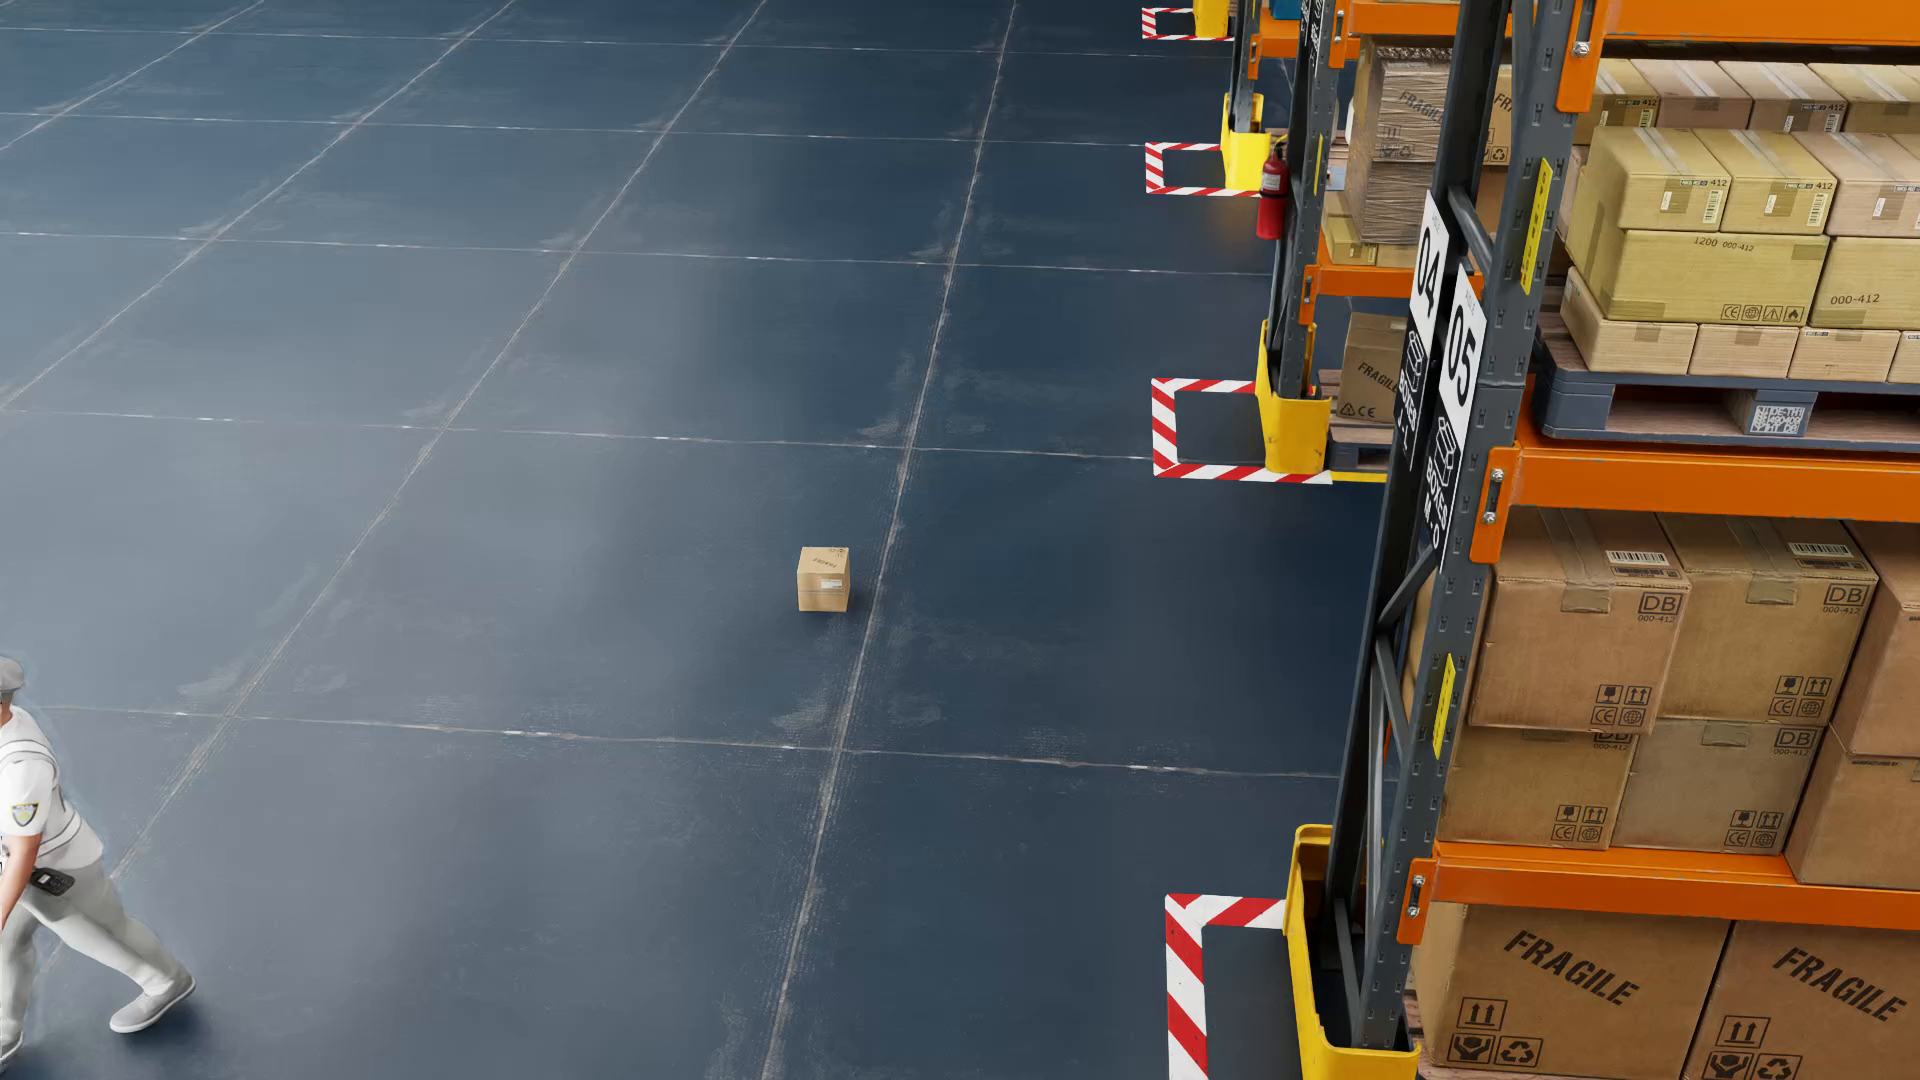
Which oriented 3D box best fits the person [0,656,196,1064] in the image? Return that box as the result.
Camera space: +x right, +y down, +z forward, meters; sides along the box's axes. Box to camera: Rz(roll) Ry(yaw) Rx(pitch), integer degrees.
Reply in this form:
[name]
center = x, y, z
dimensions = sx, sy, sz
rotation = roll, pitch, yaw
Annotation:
[person]
center = -3.369, 1.196, 5.885
dimensions = 0.529, 1.763, 0.903
rotation = 27, 41, 36
